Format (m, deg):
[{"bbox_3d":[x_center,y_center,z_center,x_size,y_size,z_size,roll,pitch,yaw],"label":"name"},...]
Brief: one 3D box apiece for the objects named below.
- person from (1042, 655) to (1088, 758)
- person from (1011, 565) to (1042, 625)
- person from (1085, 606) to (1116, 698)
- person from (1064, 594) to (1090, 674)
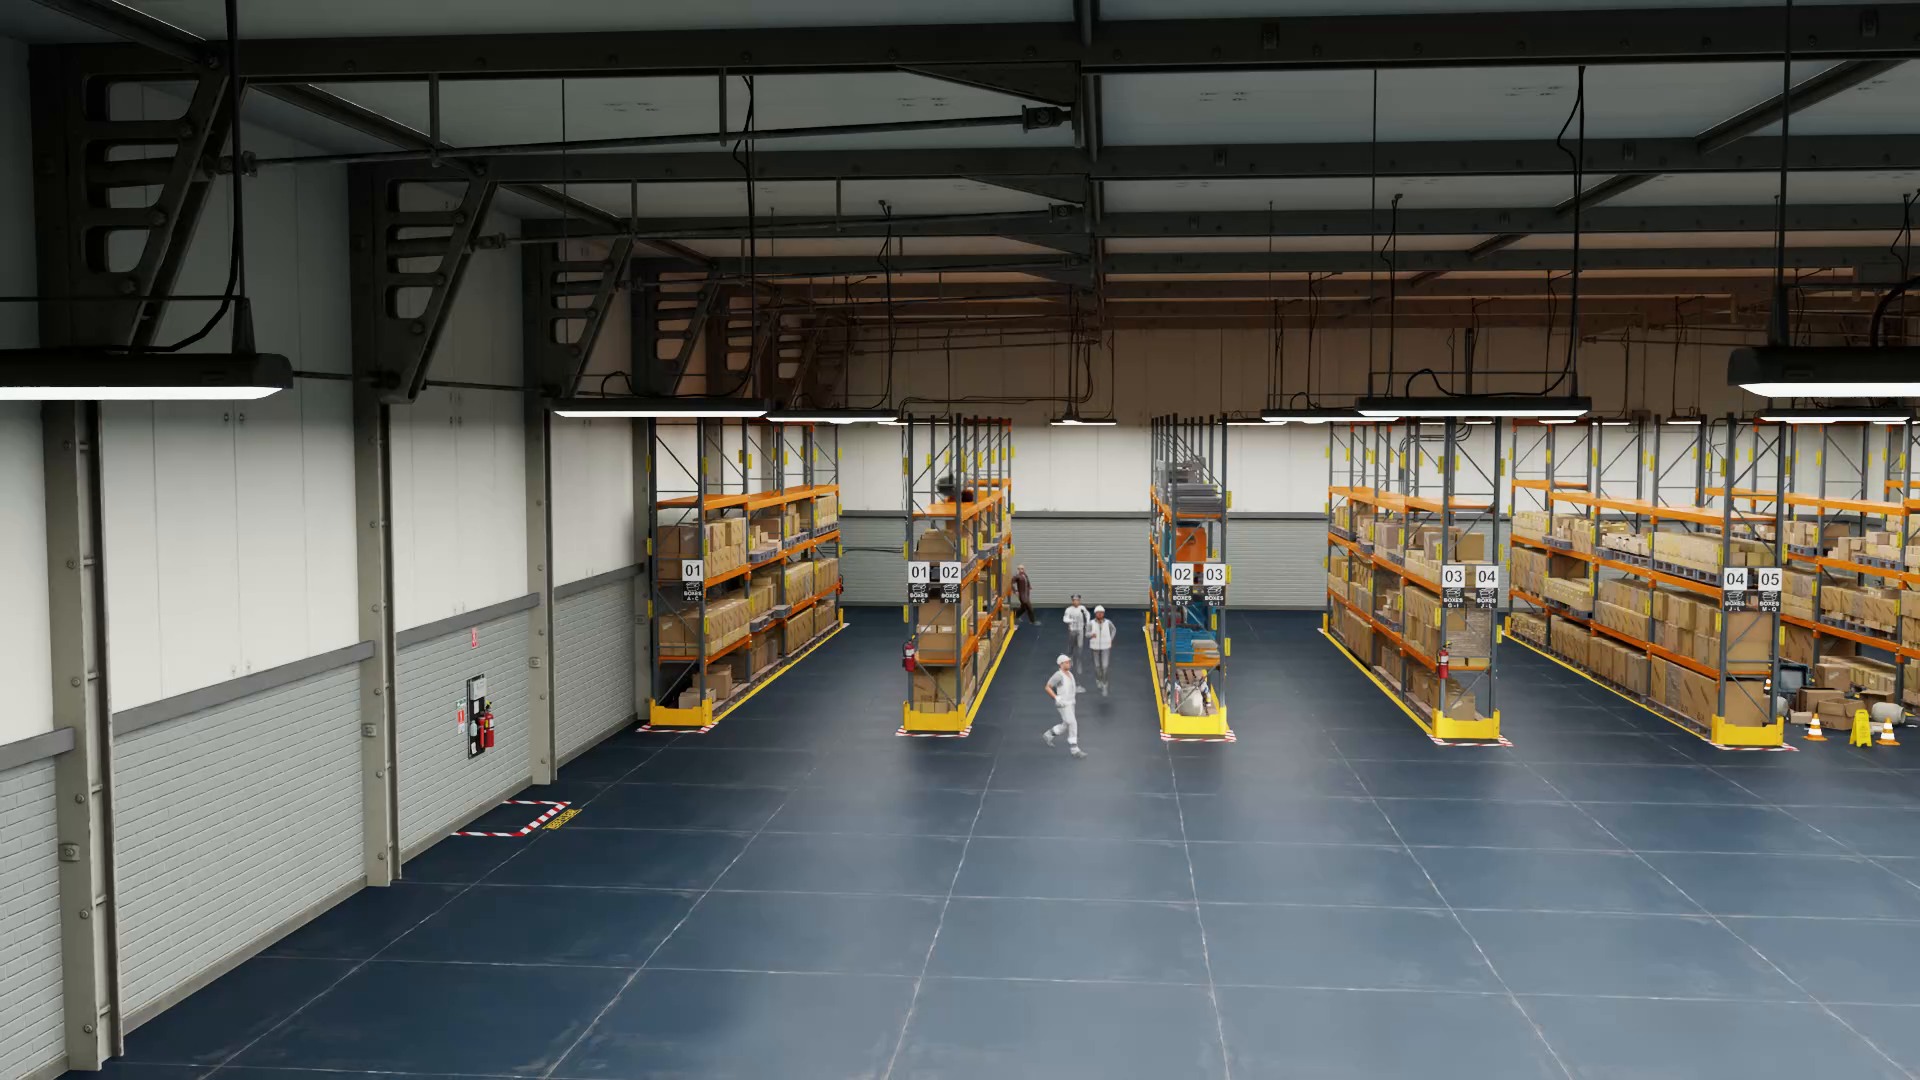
[{"bbox_3d":[1.818,2.882,28.980,0.939,1.767,0.668,2,4,30],"label":"person"},{"bbox_3d":[1.835,1.593,48.181,1.050,1.743,0.770,3,5,33],"label":"person"},{"bbox_3d":[2.908,2.294,34.480,0.635,1.878,0.769,1,4,8],"label":"person"},{"bbox_3d":[2.653,2.101,37.787,0.621,1.778,0.842,0,4,-1],"label":"person"}]
